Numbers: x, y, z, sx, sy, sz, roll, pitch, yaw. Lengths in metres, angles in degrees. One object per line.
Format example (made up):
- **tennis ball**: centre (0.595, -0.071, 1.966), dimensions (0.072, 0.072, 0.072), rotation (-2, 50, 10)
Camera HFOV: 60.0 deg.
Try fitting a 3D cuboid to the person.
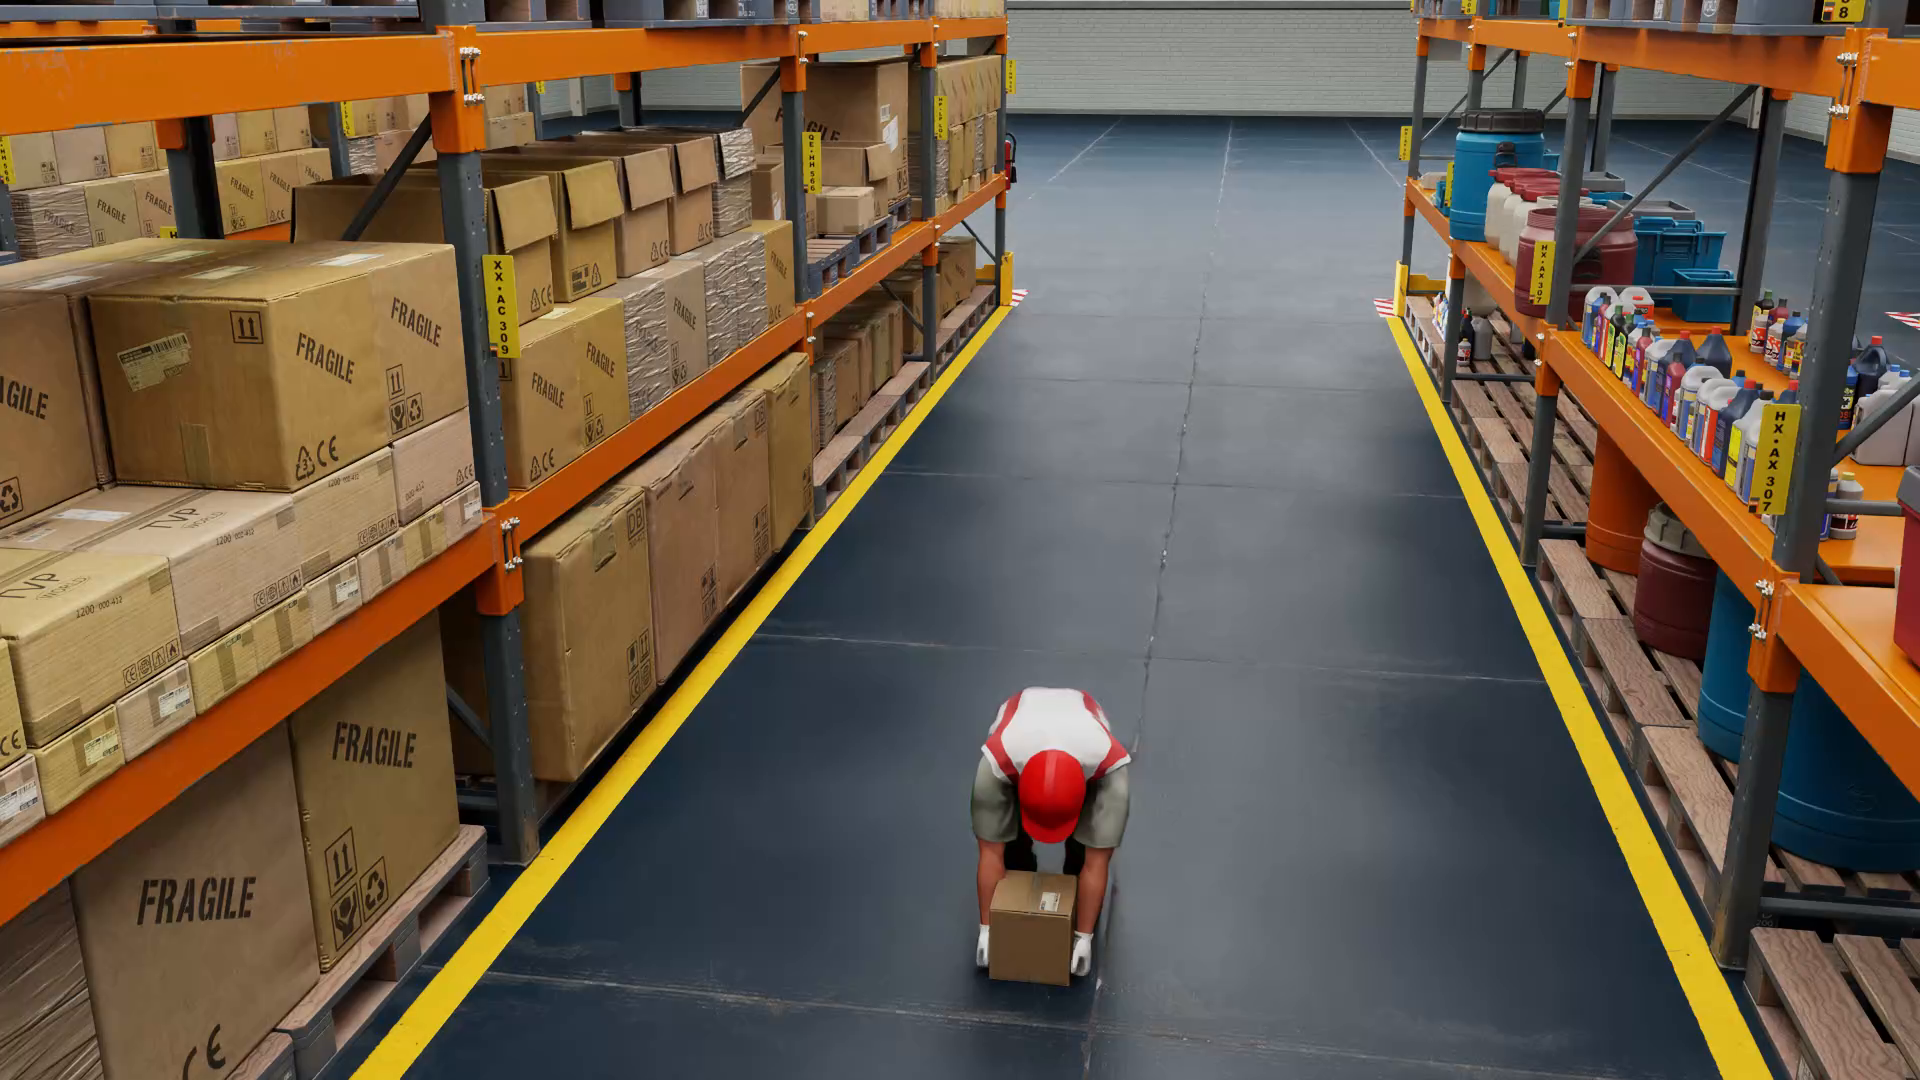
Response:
- **person**: centre (0.291, 0.903, 5.408), dimensions (0.521, 0.801, 0.949), rotation (2, 18, 7)
